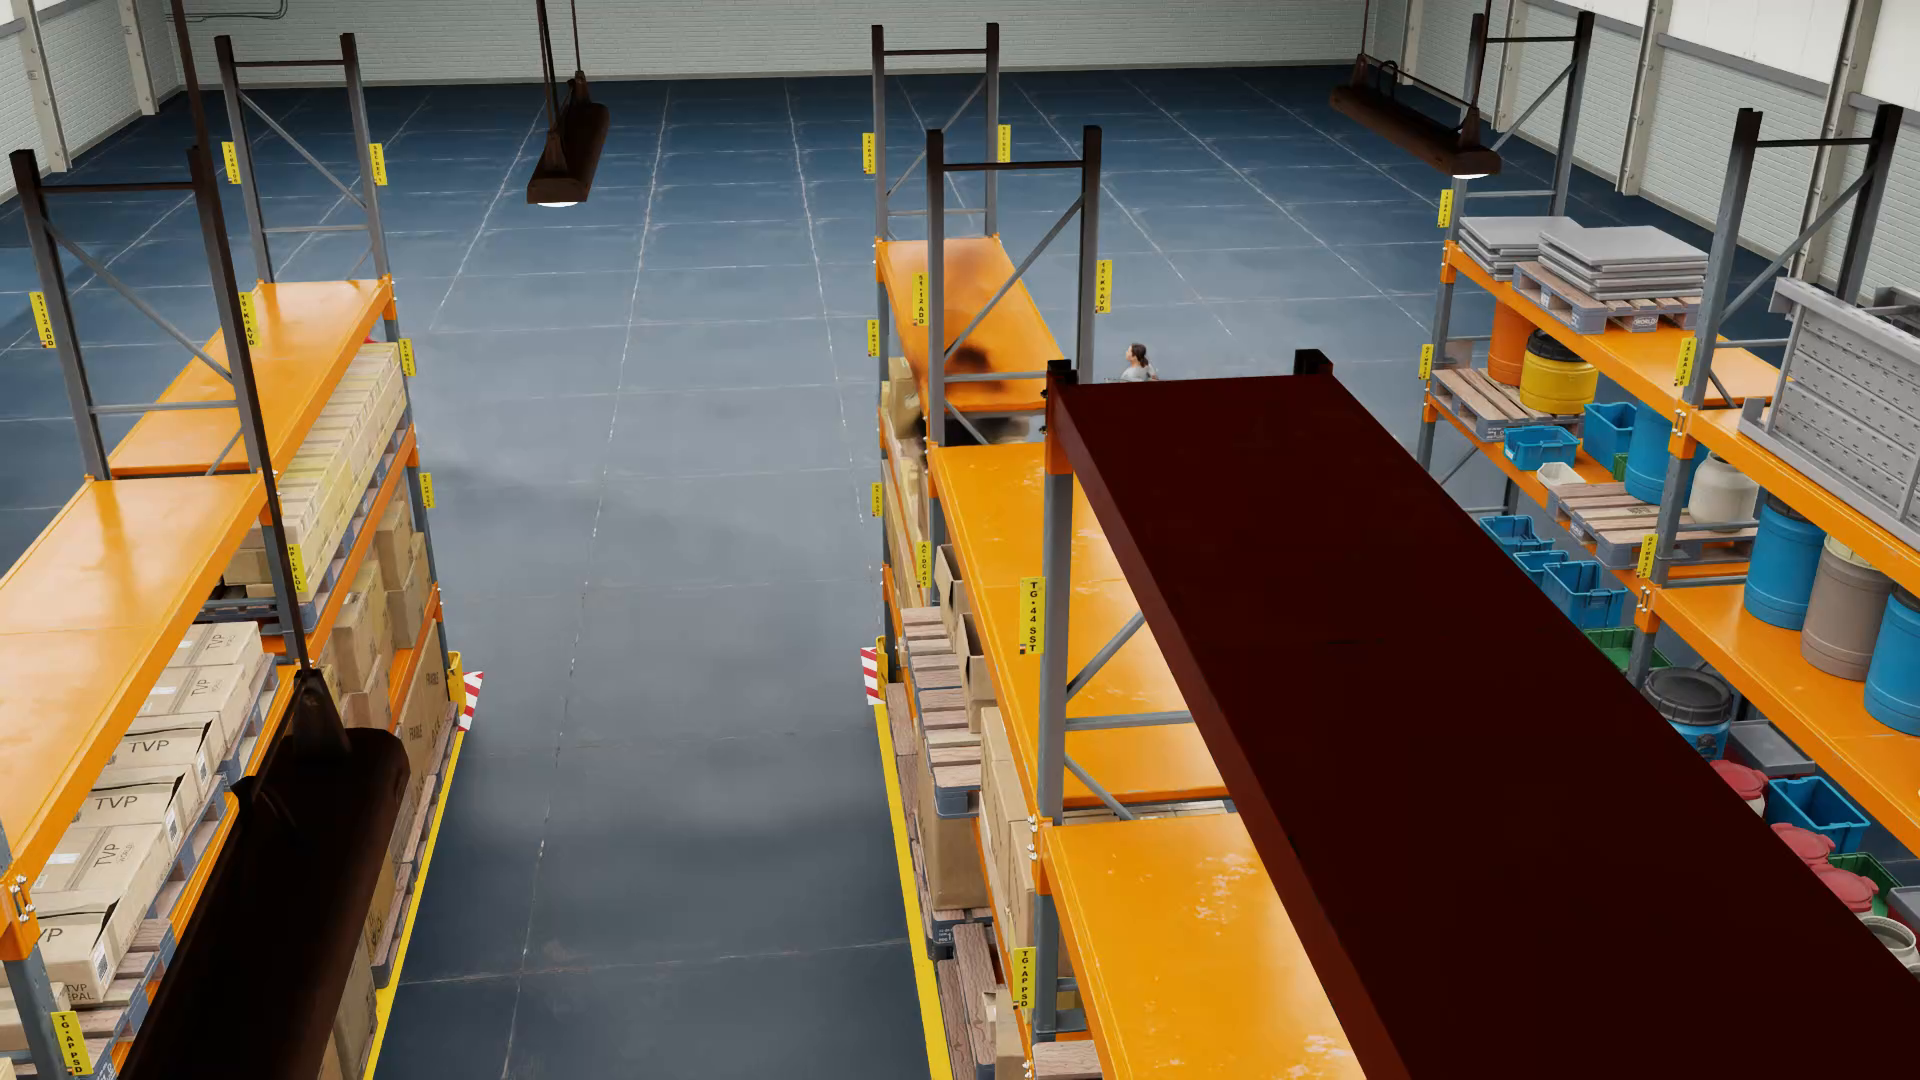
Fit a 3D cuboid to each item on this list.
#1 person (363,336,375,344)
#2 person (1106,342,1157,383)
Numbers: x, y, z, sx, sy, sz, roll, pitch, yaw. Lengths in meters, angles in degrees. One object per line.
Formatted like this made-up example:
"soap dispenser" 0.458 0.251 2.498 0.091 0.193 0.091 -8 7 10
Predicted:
"person" -7.448 -1.925 20.595 0.710 1.705 0.672 14 29 26
"person" 2.067 -1.522 19.734 0.740 1.716 0.549 6 26 13
